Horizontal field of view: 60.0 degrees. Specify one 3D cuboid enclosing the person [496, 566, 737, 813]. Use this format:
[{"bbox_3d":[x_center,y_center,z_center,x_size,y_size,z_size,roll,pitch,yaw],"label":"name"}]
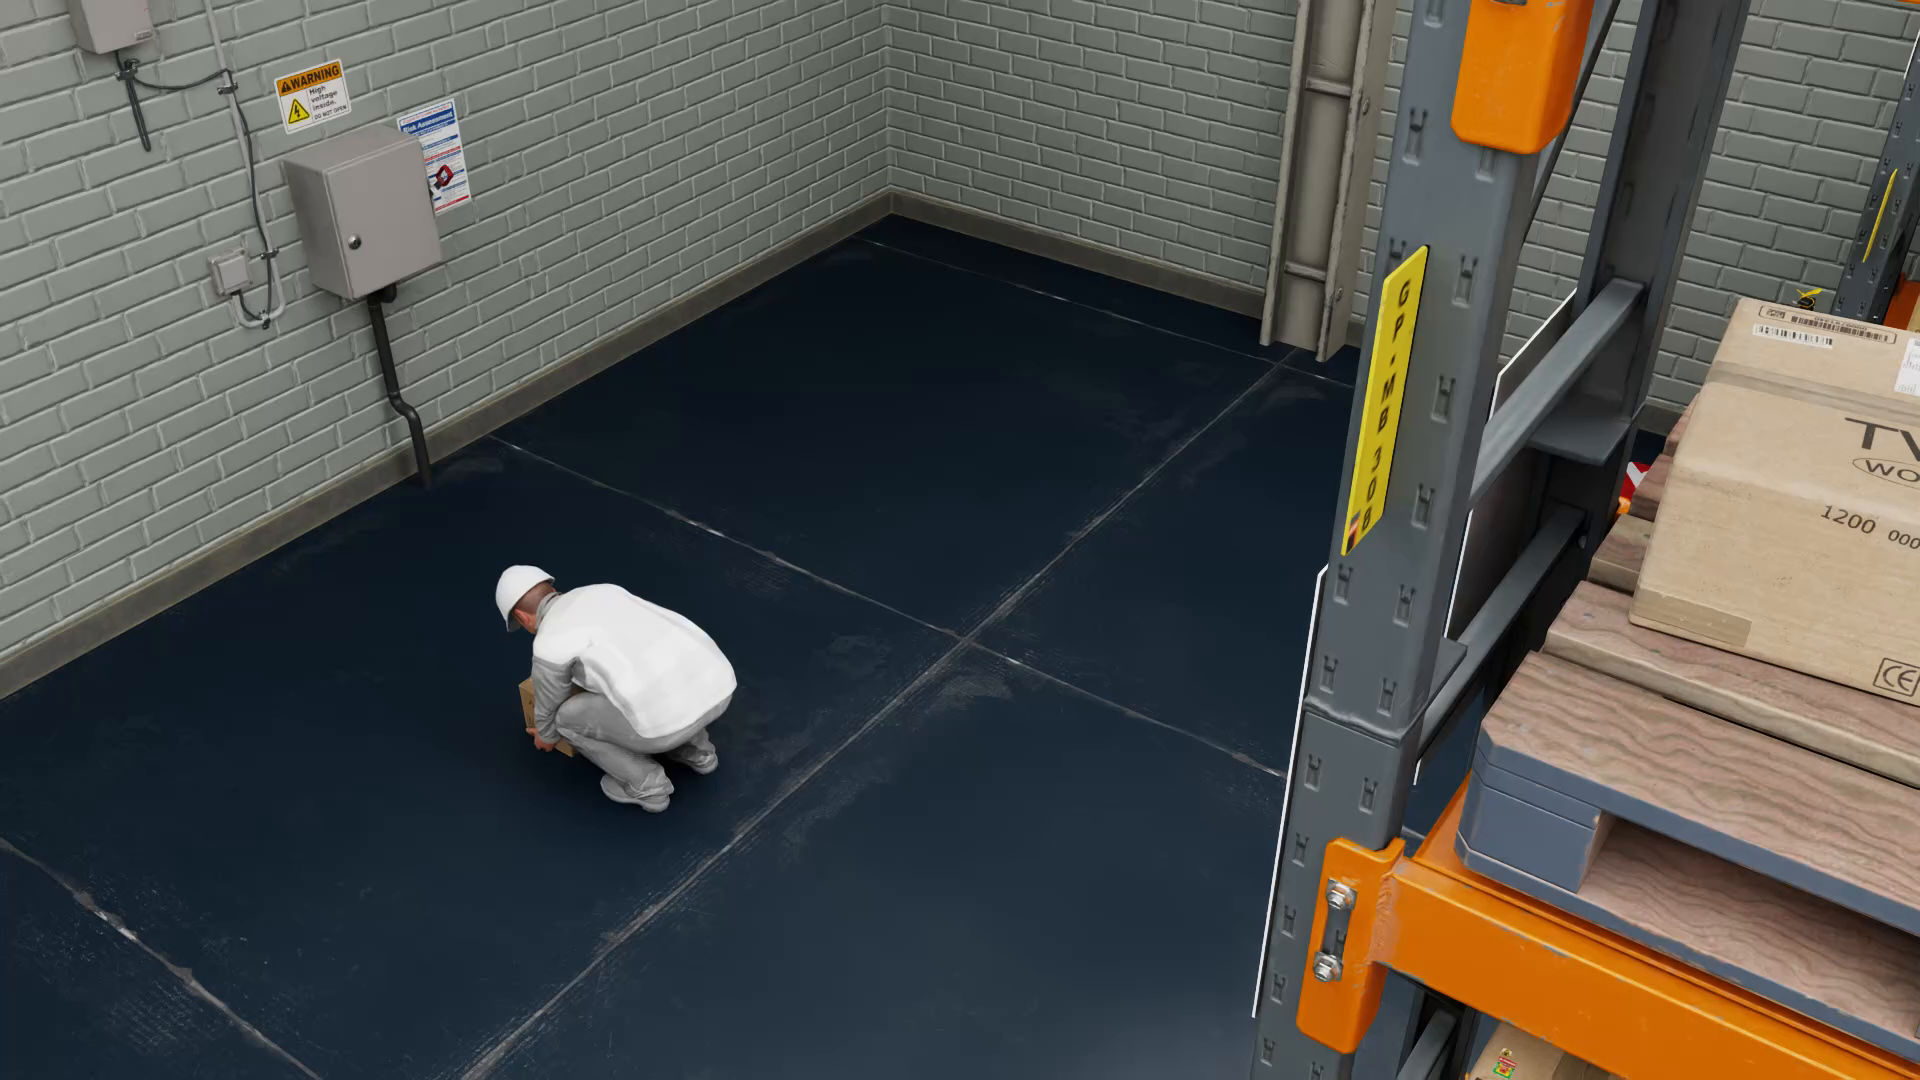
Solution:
[{"bbox_3d":[-1.300,0.555,6.248,0.973,0.831,0.517,21,39,27],"label":"person"}]
